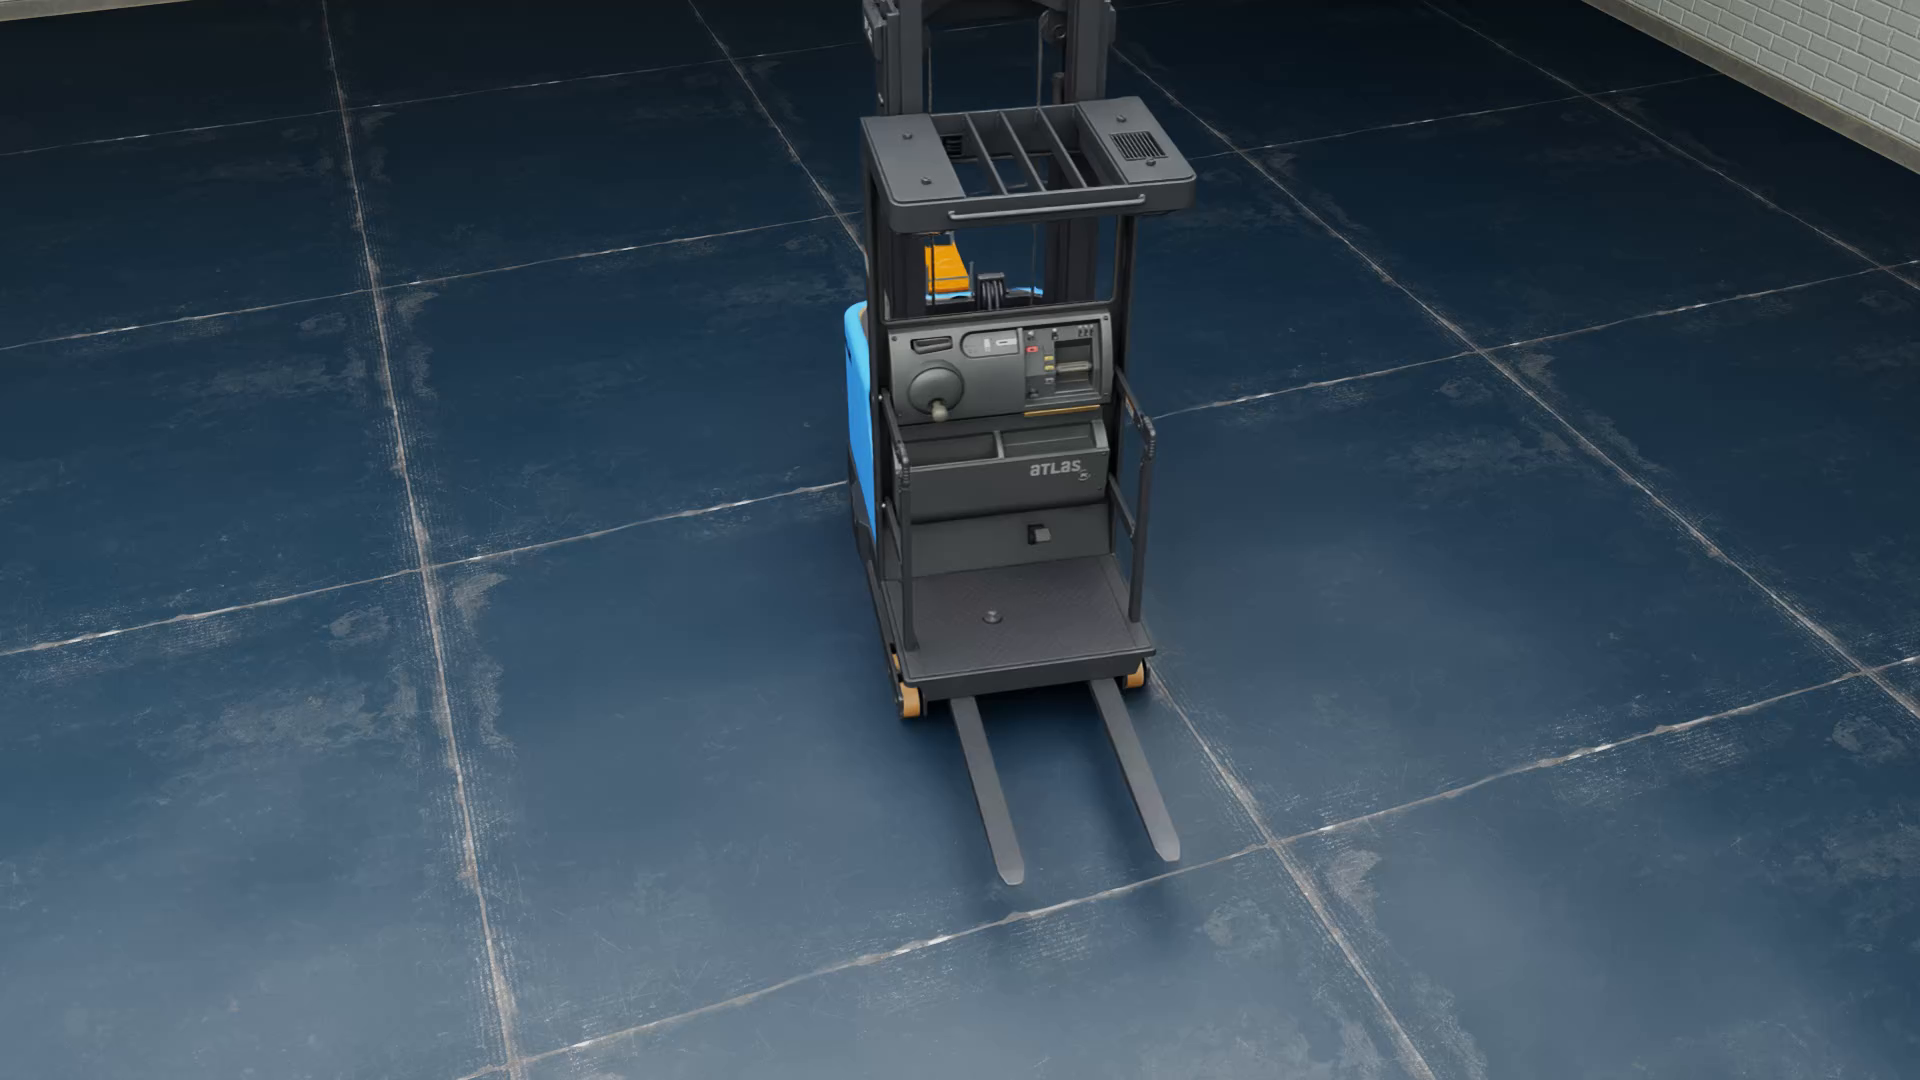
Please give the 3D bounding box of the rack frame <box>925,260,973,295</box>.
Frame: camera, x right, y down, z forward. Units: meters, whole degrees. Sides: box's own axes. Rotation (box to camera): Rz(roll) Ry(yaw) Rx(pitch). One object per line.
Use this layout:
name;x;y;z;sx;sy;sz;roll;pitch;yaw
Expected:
rack frame;-0.056;-0.859;8.394;0.240;1.200;0.015;-7;38;-9

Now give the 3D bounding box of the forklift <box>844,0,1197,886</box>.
forklift;0.215;-0.641;6.665;1.130;2.935;3.031;-7;38;-9

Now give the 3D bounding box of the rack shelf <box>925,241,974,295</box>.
rack shelf;-0.103;-1.317;8.348;0.258;0.148;0.480;-7;38;-9

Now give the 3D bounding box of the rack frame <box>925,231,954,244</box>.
rack frame;-0.149;-1.147;8.776;0.240;1.200;0.015;-7;38;-9

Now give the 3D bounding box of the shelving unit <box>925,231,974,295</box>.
shelving unit;-0.103;-1.003;8.585;0.258;1.200;0.503;-7;38;-9
